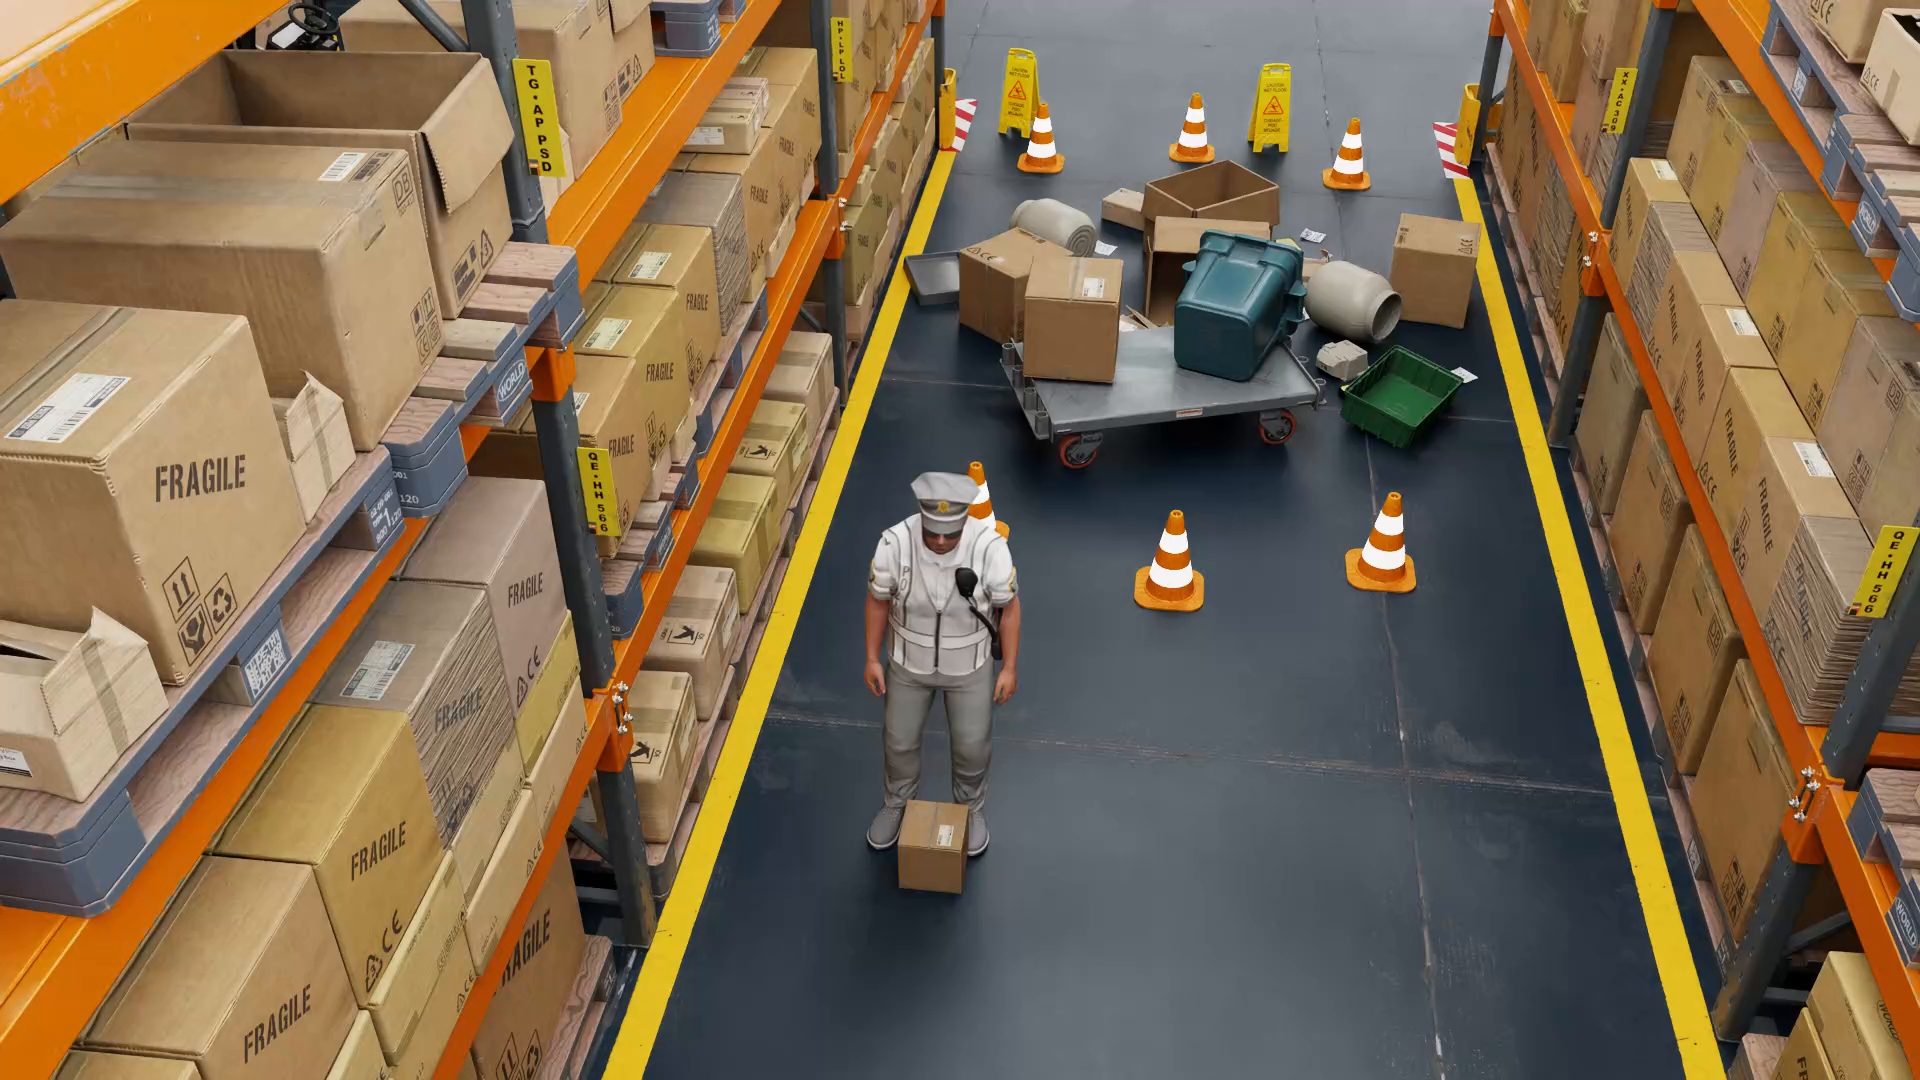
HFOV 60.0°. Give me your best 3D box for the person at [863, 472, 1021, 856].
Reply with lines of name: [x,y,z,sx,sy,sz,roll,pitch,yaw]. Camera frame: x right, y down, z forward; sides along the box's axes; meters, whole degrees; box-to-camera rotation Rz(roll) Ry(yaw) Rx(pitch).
person: [-0.070,0.454,6.406,0.599,1.748,0.431,3,36,4]
